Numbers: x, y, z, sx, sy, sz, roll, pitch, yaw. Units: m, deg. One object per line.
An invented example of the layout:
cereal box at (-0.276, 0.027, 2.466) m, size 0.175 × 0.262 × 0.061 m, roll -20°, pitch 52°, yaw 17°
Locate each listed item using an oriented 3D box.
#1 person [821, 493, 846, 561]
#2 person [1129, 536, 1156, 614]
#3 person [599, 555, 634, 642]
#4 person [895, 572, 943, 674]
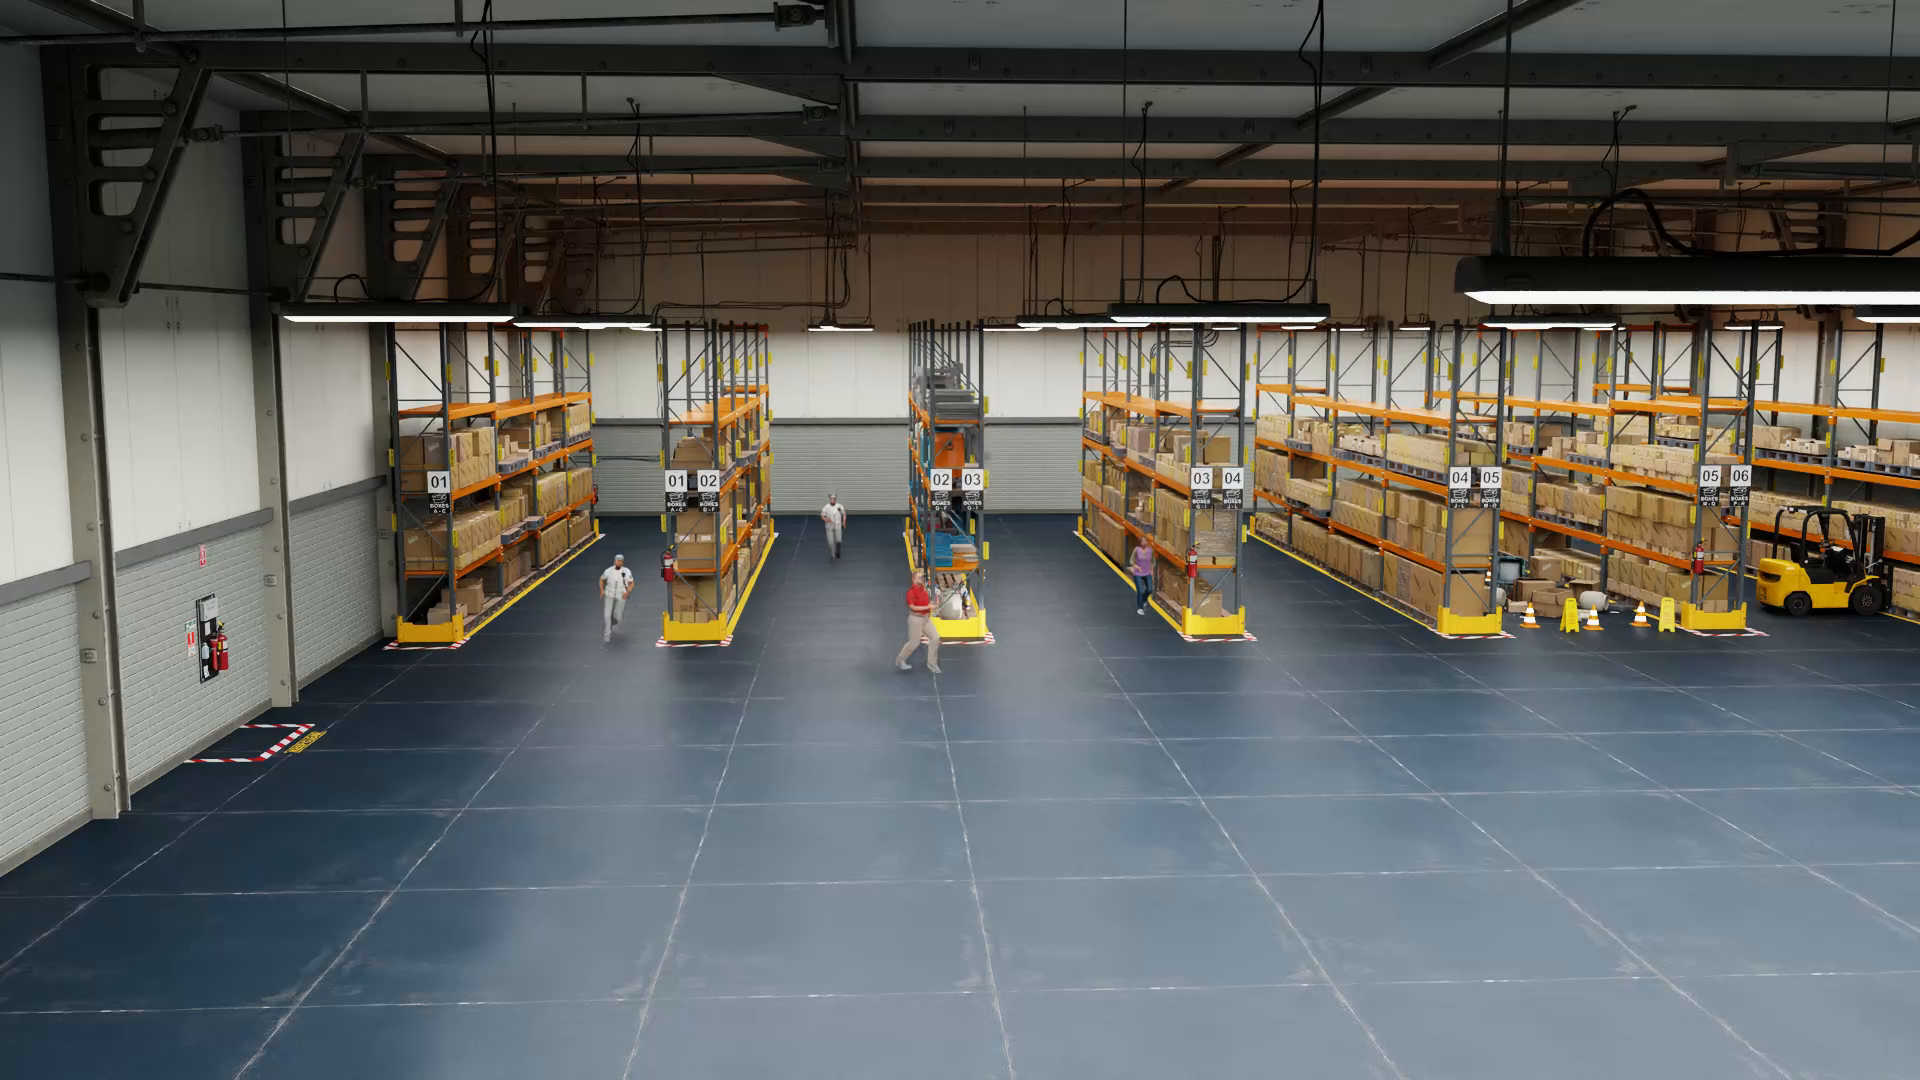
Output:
person at (-3.167, -0.312, 41.877) m, size 0.651 × 1.738 × 0.603 m, roll -1°, pitch 7°, yaw -9°
person at (3.558, 0.690, 32.264) m, size 0.550 × 1.560 × 0.566 m, roll -1°, pitch 7°, yaw -6°
person at (-6.480, 1.078, 31.362) m, size 0.645 × 1.632 × 0.590 m, roll -1°, pitch 7°, yaw -6°
person at (-0.691, 1.415, 28.241) m, size 0.808 × 1.772 × 0.670 m, roll 4°, pitch 8°, yaw 27°
